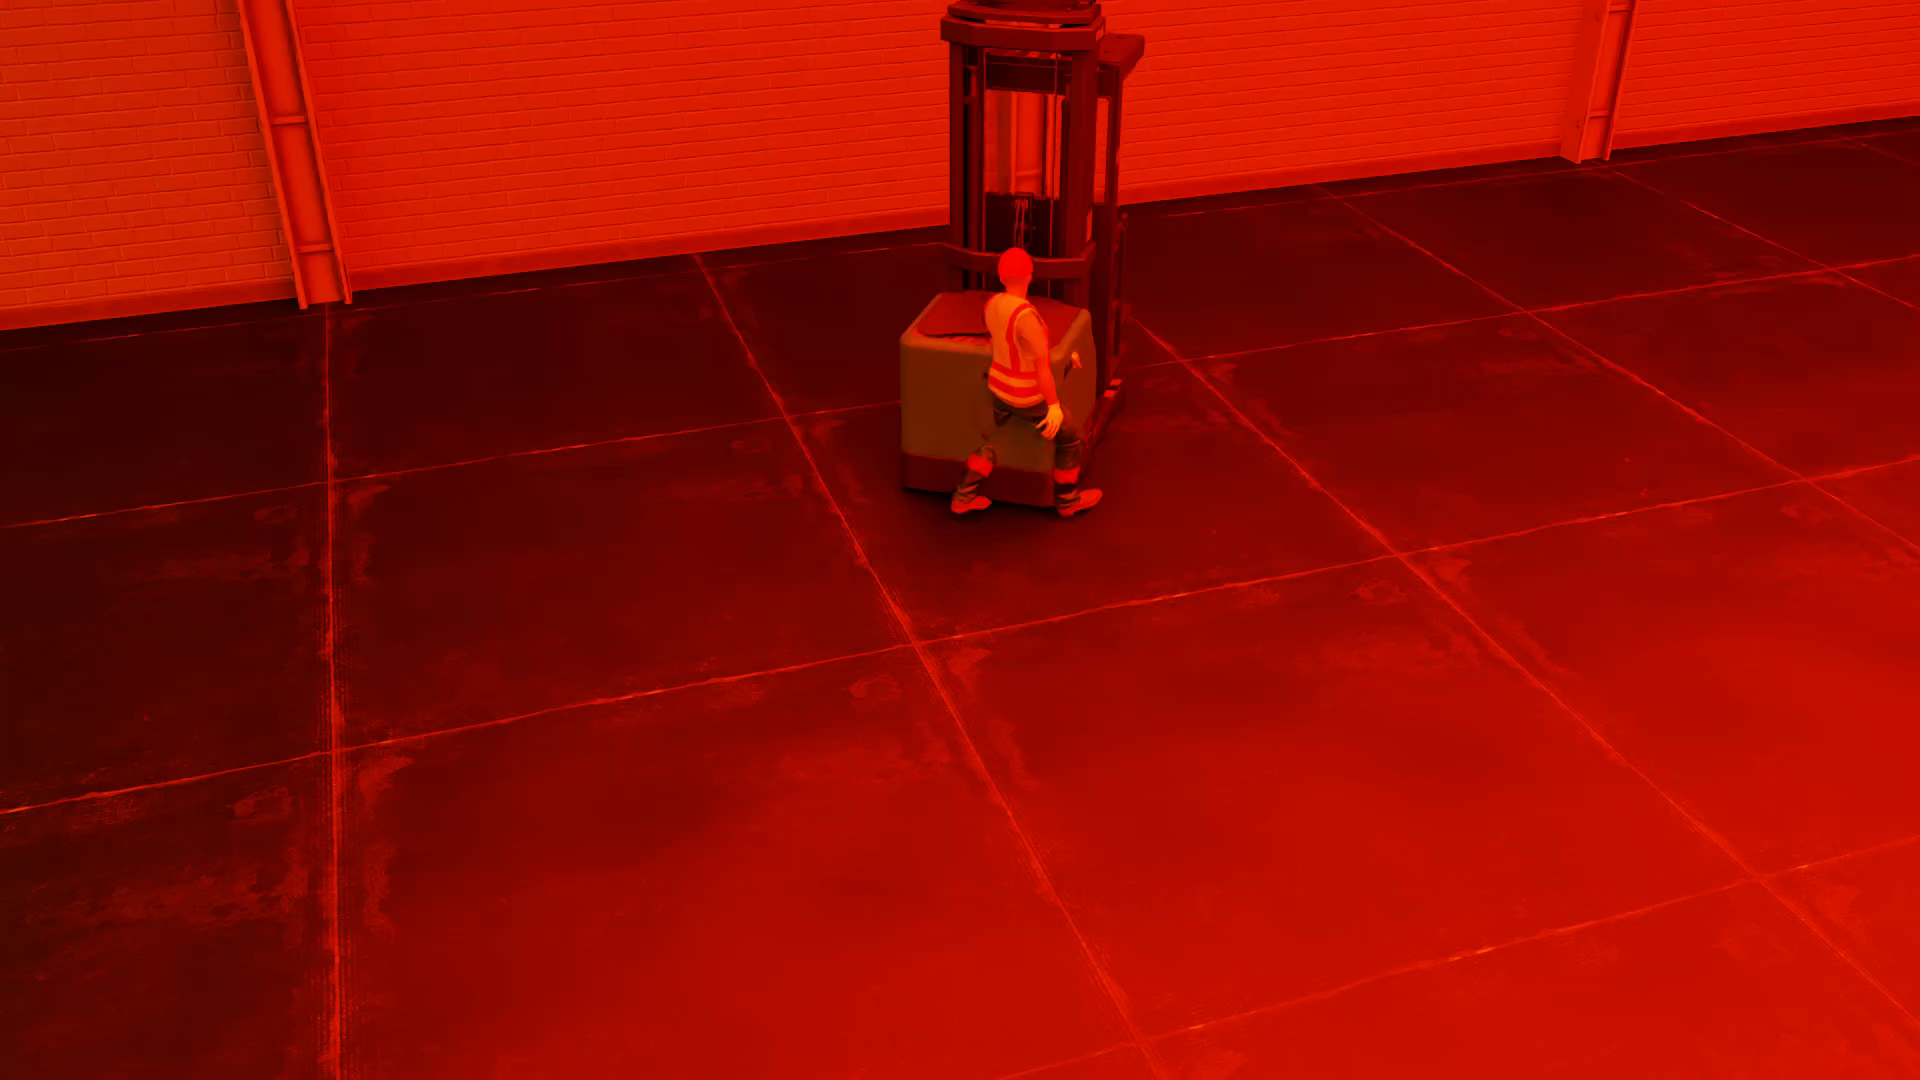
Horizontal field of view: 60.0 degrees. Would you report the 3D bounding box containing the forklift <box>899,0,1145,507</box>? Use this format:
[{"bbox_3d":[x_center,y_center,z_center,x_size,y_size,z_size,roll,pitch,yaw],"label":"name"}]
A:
[{"bbox_3d":[0.538,-2.195,10.901,1.130,2.935,3.031,9,31,15],"label":"forklift"}]

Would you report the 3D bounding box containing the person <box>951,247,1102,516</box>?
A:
[{"bbox_3d":[0.440,-0.884,9.875,0.832,1.716,0.714,-20,36,-31],"label":"person"}]
